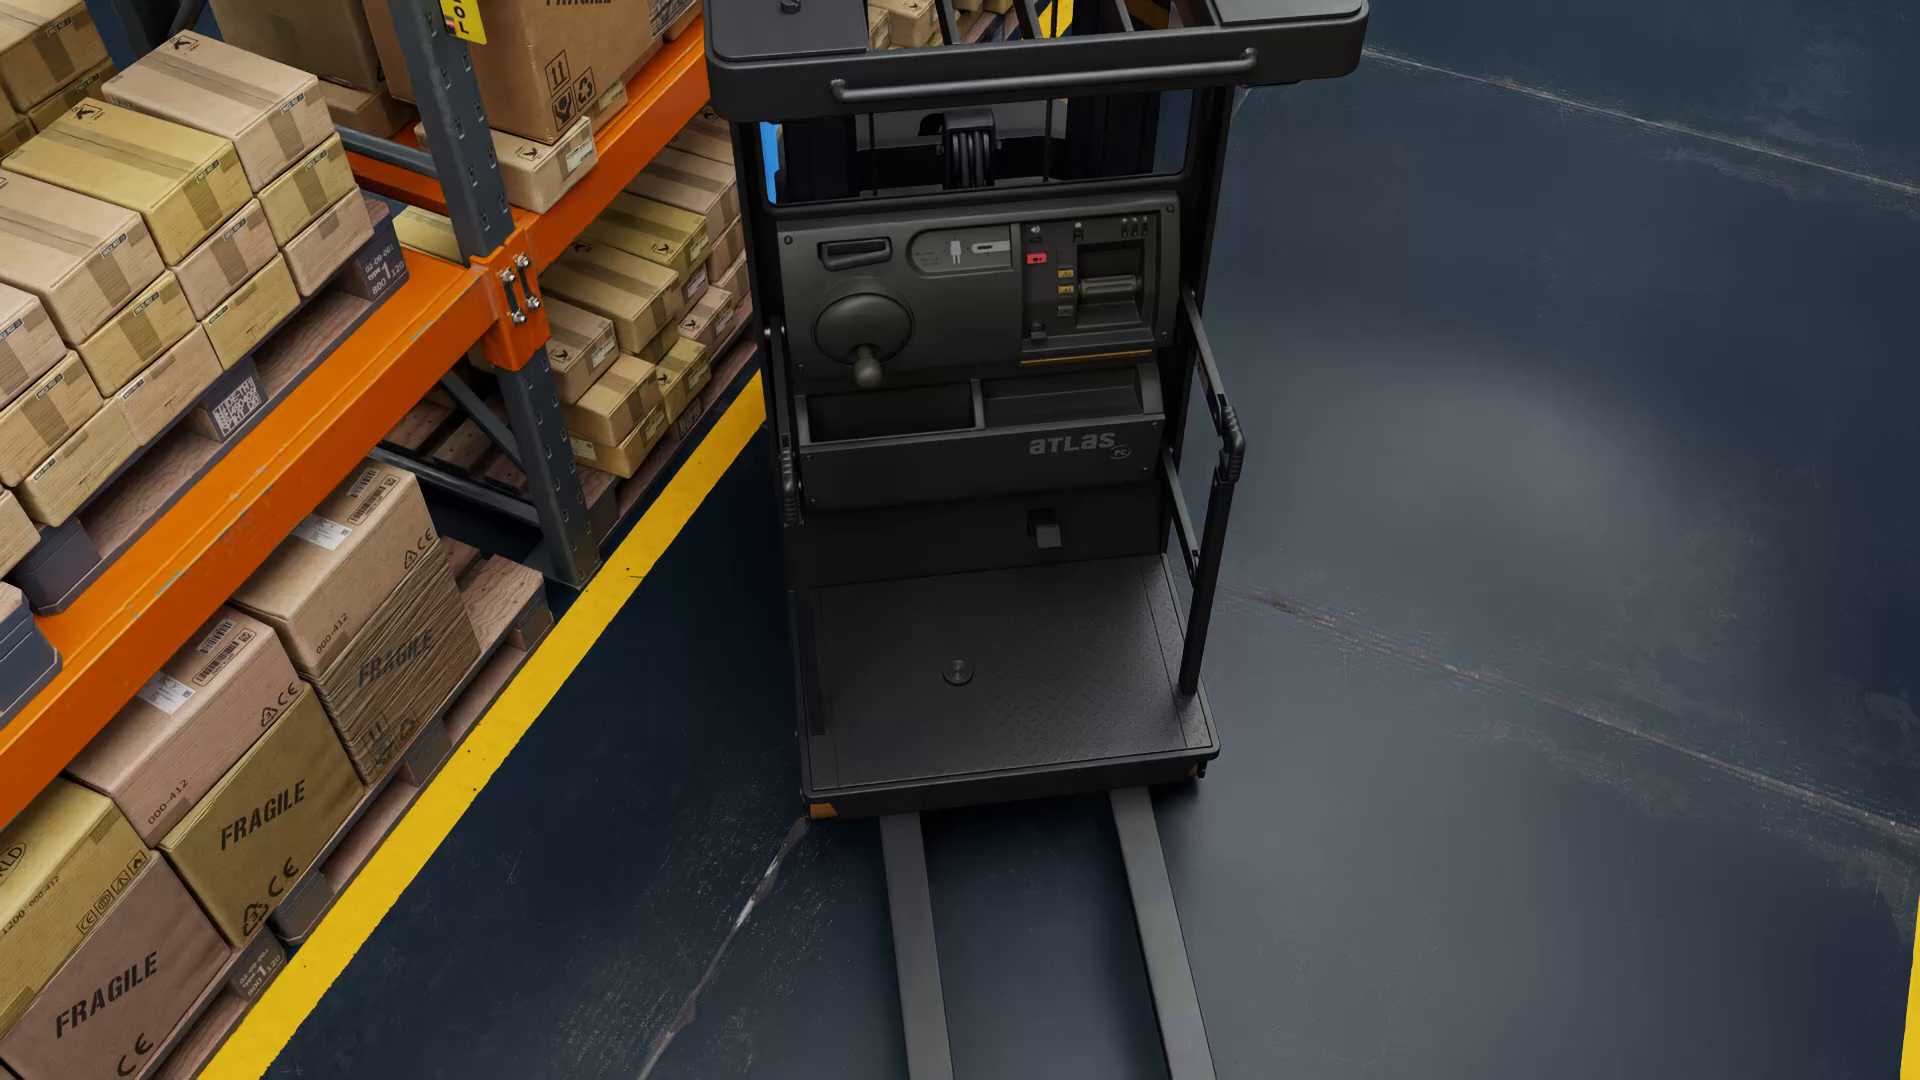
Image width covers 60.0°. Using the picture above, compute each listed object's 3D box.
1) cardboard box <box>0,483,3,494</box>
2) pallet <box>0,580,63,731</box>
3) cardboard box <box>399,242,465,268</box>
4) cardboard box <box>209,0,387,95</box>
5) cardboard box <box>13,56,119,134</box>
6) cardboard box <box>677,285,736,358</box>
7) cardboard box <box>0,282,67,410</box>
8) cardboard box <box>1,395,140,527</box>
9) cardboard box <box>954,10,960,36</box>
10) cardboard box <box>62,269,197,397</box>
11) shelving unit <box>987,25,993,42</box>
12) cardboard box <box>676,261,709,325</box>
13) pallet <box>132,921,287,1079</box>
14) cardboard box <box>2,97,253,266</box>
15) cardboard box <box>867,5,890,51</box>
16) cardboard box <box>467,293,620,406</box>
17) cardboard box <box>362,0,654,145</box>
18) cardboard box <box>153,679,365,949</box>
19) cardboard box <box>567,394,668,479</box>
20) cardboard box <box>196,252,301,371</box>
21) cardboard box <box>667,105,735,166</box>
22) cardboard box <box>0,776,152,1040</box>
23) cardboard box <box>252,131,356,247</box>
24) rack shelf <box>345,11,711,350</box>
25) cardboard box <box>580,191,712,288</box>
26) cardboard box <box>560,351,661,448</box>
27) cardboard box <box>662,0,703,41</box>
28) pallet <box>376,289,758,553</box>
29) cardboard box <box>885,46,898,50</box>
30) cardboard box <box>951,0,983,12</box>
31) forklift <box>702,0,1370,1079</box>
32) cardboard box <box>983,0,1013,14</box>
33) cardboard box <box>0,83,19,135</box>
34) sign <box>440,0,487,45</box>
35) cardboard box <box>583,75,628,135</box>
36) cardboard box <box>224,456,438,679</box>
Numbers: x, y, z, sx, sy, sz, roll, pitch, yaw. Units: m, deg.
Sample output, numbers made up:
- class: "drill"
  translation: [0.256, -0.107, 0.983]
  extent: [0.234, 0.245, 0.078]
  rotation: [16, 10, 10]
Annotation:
- class: "cardboard box"
  translation: [-2.028, -0.108, 3.067]
  extent: [0.380, 0.149, 0.250]
  rotation: [17, 52, 14]
- class: "pallet"
  translation: [-2.491, 0.424, 3.045]
  extent: [1.003, 0.211, 1.213]
  rotation: [20, 52, 16]
- class: "cardboard box"
  translation: [-1.675, -0.750, 5.124]
  extent: [0.380, 0.149, 0.250]
  rotation: [21, 53, 17]
- class: "cardboard box"
  translation: [-1.640, -1.569, 4.355]
  extent: [0.500, 0.500, 0.500]
  rotation: [20, 52, 16]
- class: "cardboard box"
  translation: [-2.175, -1.045, 3.864]
  extent: [0.380, 0.149, 0.250]
  rotation: [21, 53, 17]
- class: "cardboard box"
  translation: [-0.972, -0.745, 5.511]
  extent: [0.380, 0.149, 0.250]
  rotation: [20, 52, 16]
- class: "cardboard box"
  translation: [-1.924, -0.380, 3.102]
  extent: [0.380, 0.149, 0.250]
  rotation: [20, 52, 16]
- class: "cardboard box"
  translation: [-1.908, -0.210, 3.348]
  extent: [0.380, 0.149, 0.250]
  rotation: [17, 52, 14]
- class: "cardboard box"
  translation: [-0.221, -2.014, 6.590]
  extent: [0.380, 0.149, 0.250]
  rotation: [20, 53, 16]
- class: "cardboard box"
  translation: [-1.803, -0.477, 3.380]
  extent: [0.380, 0.149, 0.250]
  rotation: [22, 53, 18]
- class: "shelving unit"
  translation: [0.080, -1.165, 5.552]
  extent: [0.215, 1.050, 0.252]
  rotation: [35, 58, 26]
- class: "cardboard box"
  translation: [-1.049, -0.853, 5.407]
  extent: [0.380, 0.149, 0.250]
  rotation: [20, 52, 16]
- class: "pallet"
  translation: [-2.442, 1.268, 4.033]
  extent: [1.003, 0.211, 1.213]
  rotation: [20, 52, 16]
- class: "cardboard box"
  translation: [-1.700, -0.738, 3.407]
  extent: [0.380, 0.149, 0.250]
  rotation: [18, 52, 15]
- class: "cardboard box"
  translation: [-0.480, -1.848, 6.058]
  extent: [0.380, 0.149, 0.250]
  rotation: [18, 52, 15]
- class: "cardboard box"
  translation: [-1.257, -0.591, 4.988]
  extent: [0.380, 0.149, 0.250]
  rotation: [22, 53, 18]
- class: "cardboard box"
  translation: [-1.152, -1.404, 4.214]
  extent: [0.500, 0.500, 0.500]
  rotation: [19, 52, 15]
- class: "cardboard box"
  translation: [-1.899, 0.603, 4.133]
  extent: [0.500, 0.500, 0.500]
  rotation: [19, 52, 15]
- class: "cardboard box"
  translation: [-1.145, -0.374, 5.195]
  extent: [0.380, 0.149, 0.250]
  rotation: [18, 52, 15]
- class: "cardboard box"
  translation: [-1.692, -0.553, 3.640]
  extent: [0.380, 0.149, 0.250]
  rotation: [20, 53, 16]
- class: "cardboard box"
  translation: [-0.749, -1.287, 5.581]
  extent: [0.380, 0.149, 0.250]
  rotation: [21, 53, 17]
- class: "cardboard box"
  translation: [-2.126, 0.729, 3.534]
  extent: [0.500, 0.250, 0.500]
  rotation: [18, 52, 14]
- class: "cardboard box"
  translation: [-1.583, -0.829, 3.679]
  extent: [0.380, 0.149, 0.250]
  rotation: [21, 53, 17]
- class: "rack shelf"
  translation: [-0.737, -2.160, 5.591]
  extent: [1.077, 0.370, 4.000]
  rotation: [20, 52, 16]
- class: "cardboard box"
  translation: [-1.022, -0.951, 5.295]
  extent: [0.380, 0.149, 0.250]
  rotation: [19, 52, 16]
- class: "cardboard box"
  translation: [-1.147, -0.470, 5.081]
  extent: [0.380, 0.149, 0.250]
  rotation: [22, 53, 18]
- class: "cardboard box"
  translation: [-0.943, -1.611, 4.816]
  extent: [0.380, 0.149, 0.250]
  rotation: [18, 52, 14]
- class: "pallet"
  translation: [-1.336, -0.586, 5.610]
  extent: [1.003, 0.211, 1.213]
  rotation: [20, 52, 16]
- class: "cardboard box"
  translation: [-0.406, -1.733, 6.156]
  extent: [0.380, 0.149, 0.250]
  rotation: [22, 53, 18]
- class: "cardboard box"
  translation: [-0.070, -2.264, 6.608]
  extent: [0.380, 0.149, 0.250]
  rotation: [18, 52, 15]
- class: "forklift"
  translation: [0.081, -0.475, 3.730]
  extent: [1.130, 2.935, 3.031]
  rotation: [-6, 50, -5]
- class: "cardboard box"
  translation: [0.063, -2.342, 6.869]
  extent: [0.380, 0.149, 0.250]
  rotation: [21, 53, 17]
- class: "cardboard box"
  translation: [-2.289, -0.947, 3.585]
  extent: [0.380, 0.149, 0.250]
  rotation: [21, 53, 17]
- class: "sign"
  translation: [-1.088, -1.213, 3.552]
  extent: [0.100, 0.325, 0.005]
  rotation: [20, 52, 16]
- class: "cardboard box"
  translation: [-1.131, -1.225, 4.488]
  extent: [0.380, 0.149, 0.250]
  rotation: [21, 53, 17]
- class: "cardboard box"
  translation: [-1.681, 0.010, 4.145]
  extent: [0.500, 0.250, 0.500]
  rotation: [19, 52, 15]
